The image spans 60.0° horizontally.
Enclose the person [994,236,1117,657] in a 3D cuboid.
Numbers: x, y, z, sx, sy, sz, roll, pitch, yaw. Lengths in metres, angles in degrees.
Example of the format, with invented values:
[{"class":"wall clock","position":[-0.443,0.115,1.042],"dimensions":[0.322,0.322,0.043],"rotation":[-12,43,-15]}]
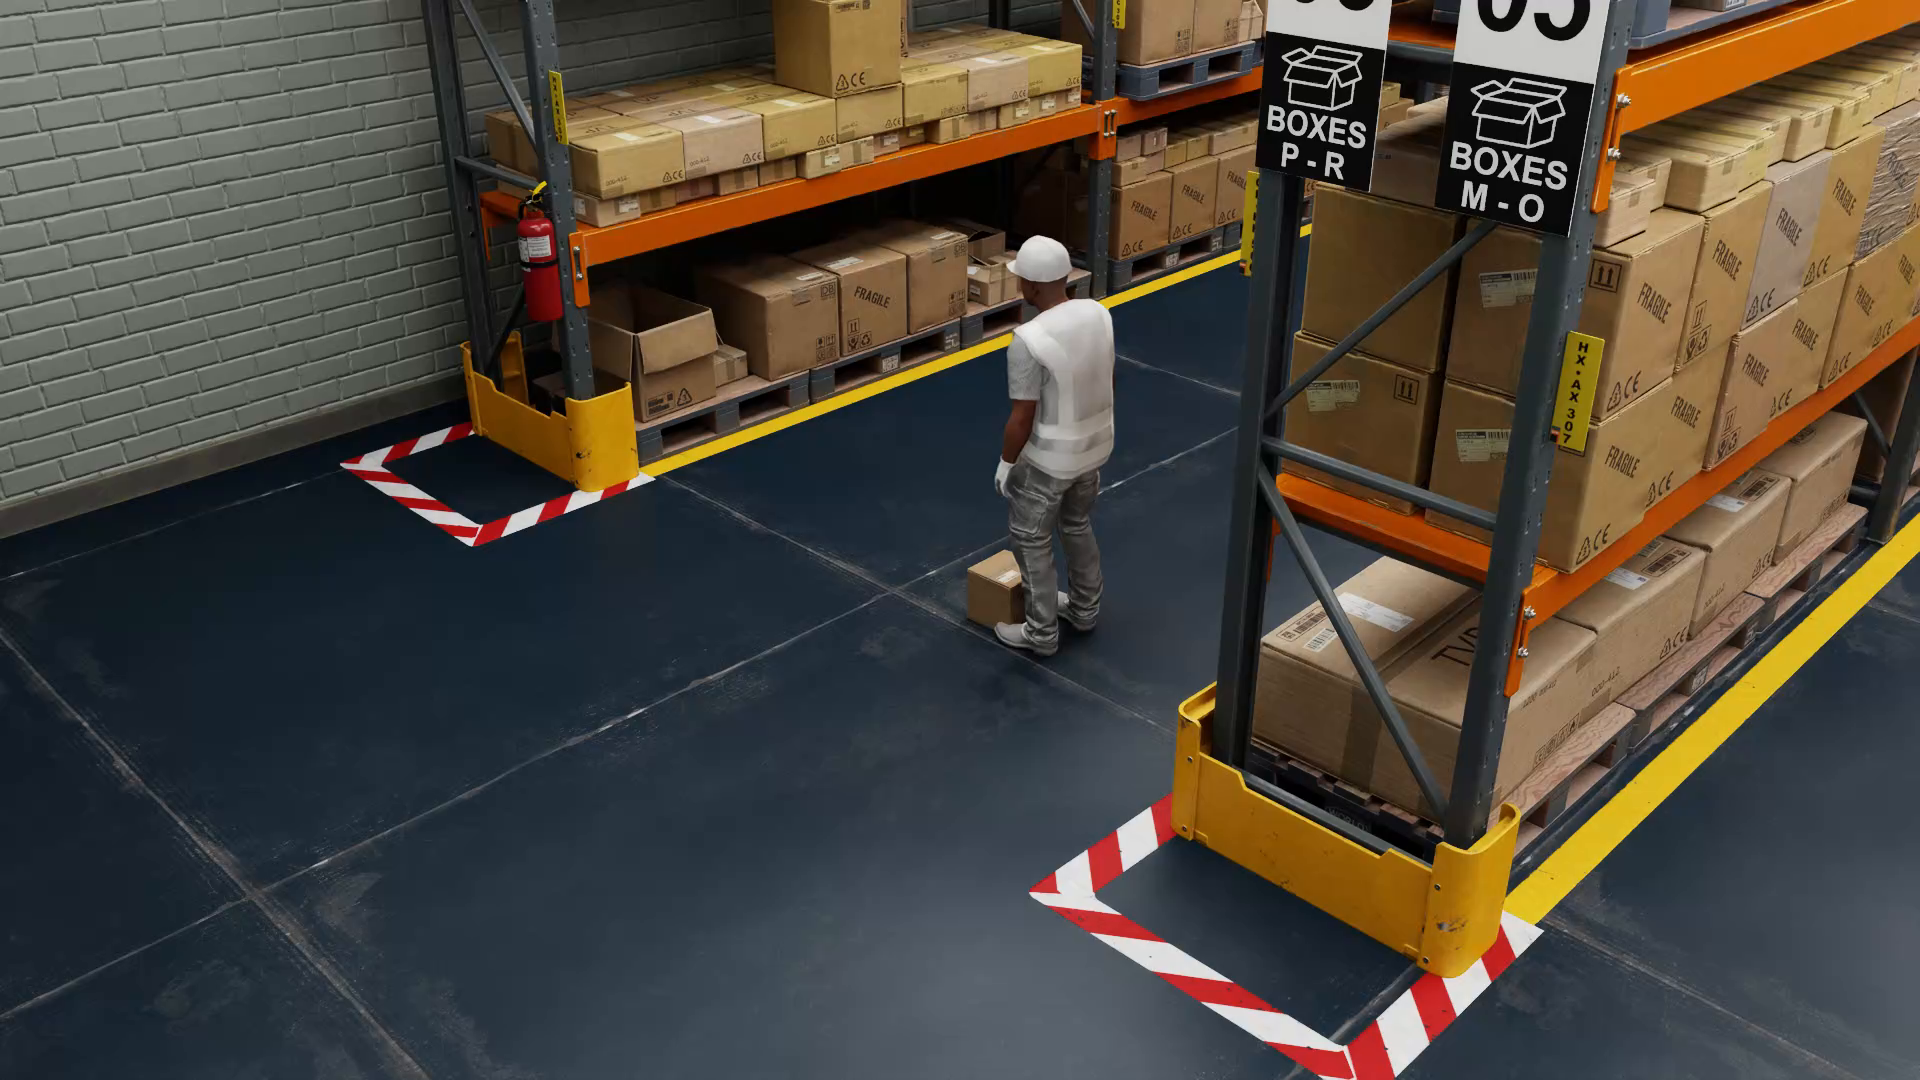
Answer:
[{"class":"person","position":[0.386,-0.373,6.823],"dimensions":[0.449,1.774,0.617],"rotation":[25,36,39]}]
